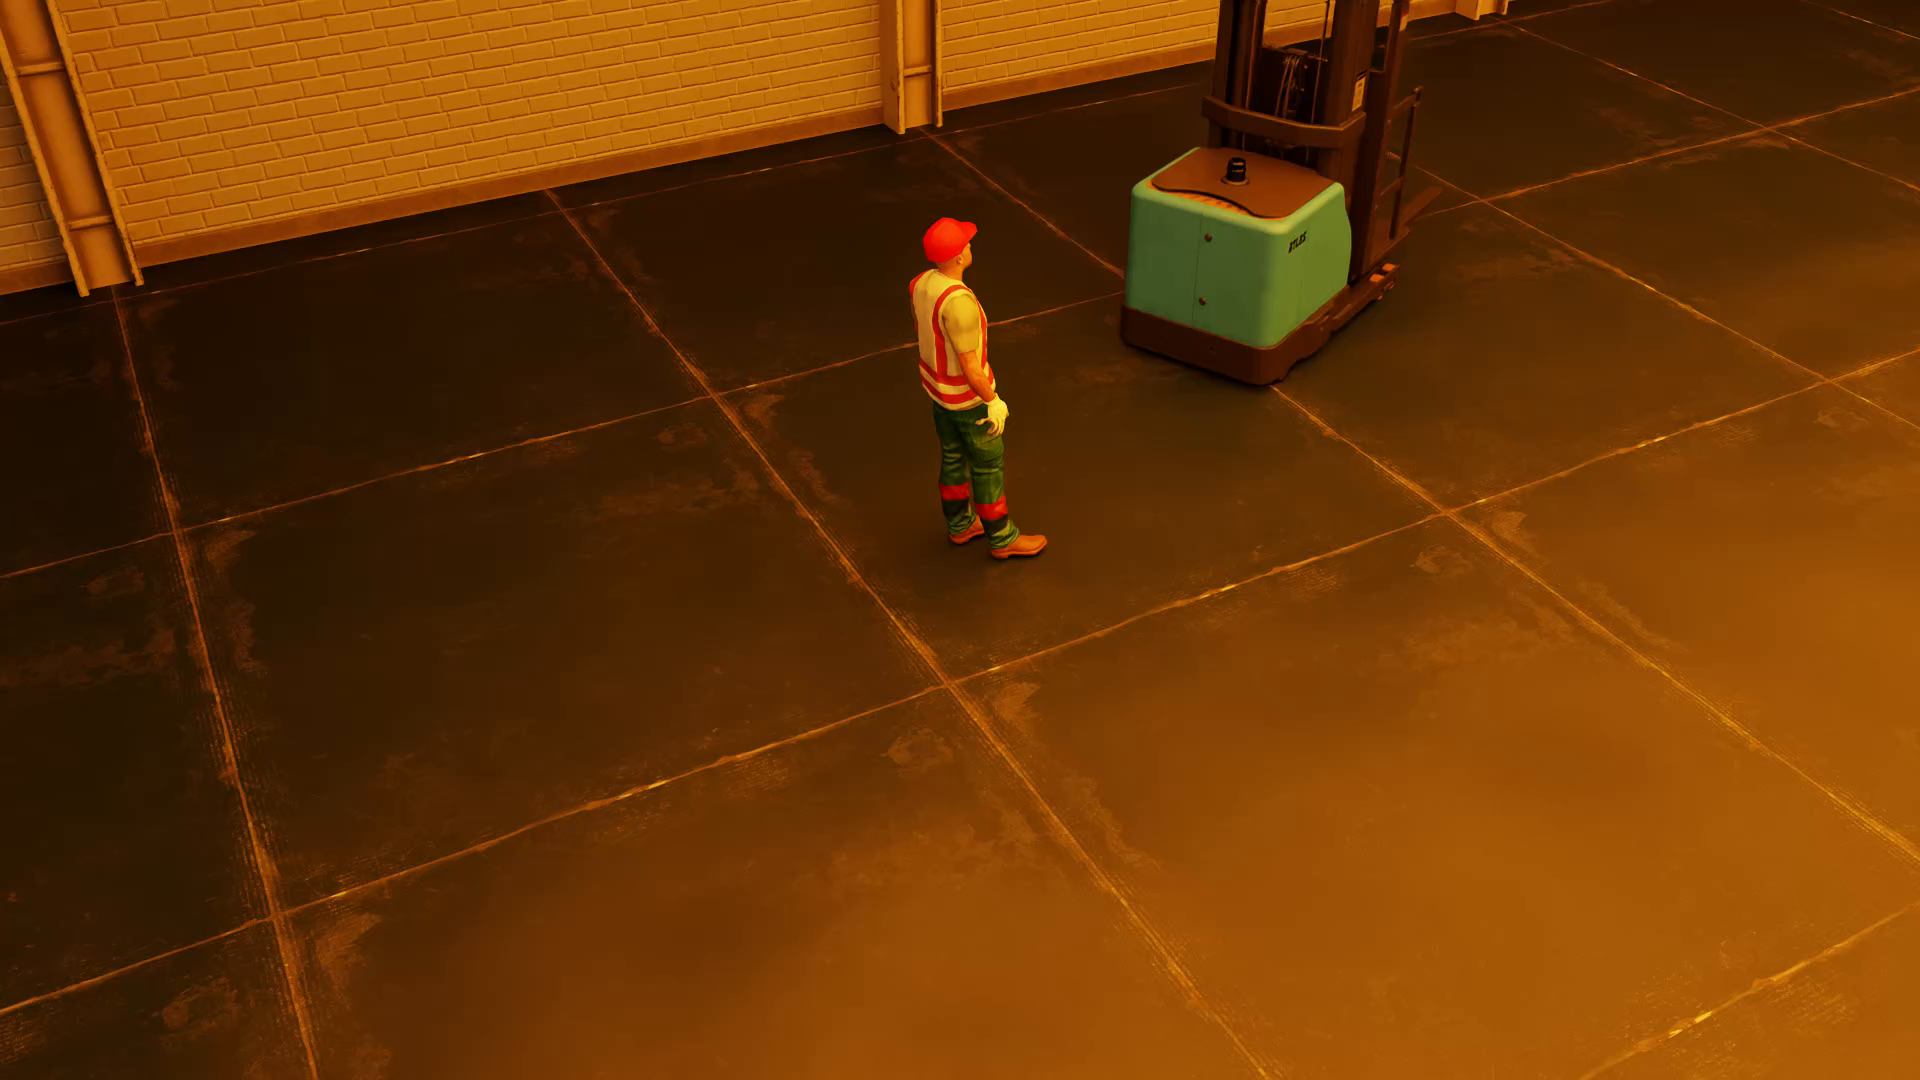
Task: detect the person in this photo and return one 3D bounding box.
[{"bbox_3d":[0.077,-0.753,8.164,0.562,1.790,0.637,-17,39,-23],"label":"person"}]

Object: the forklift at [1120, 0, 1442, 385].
[{"bbox_3d":[2.265,-2.917,10.249,1.130,2.935,3.031,23,41,29],"label":"forklift"}]
